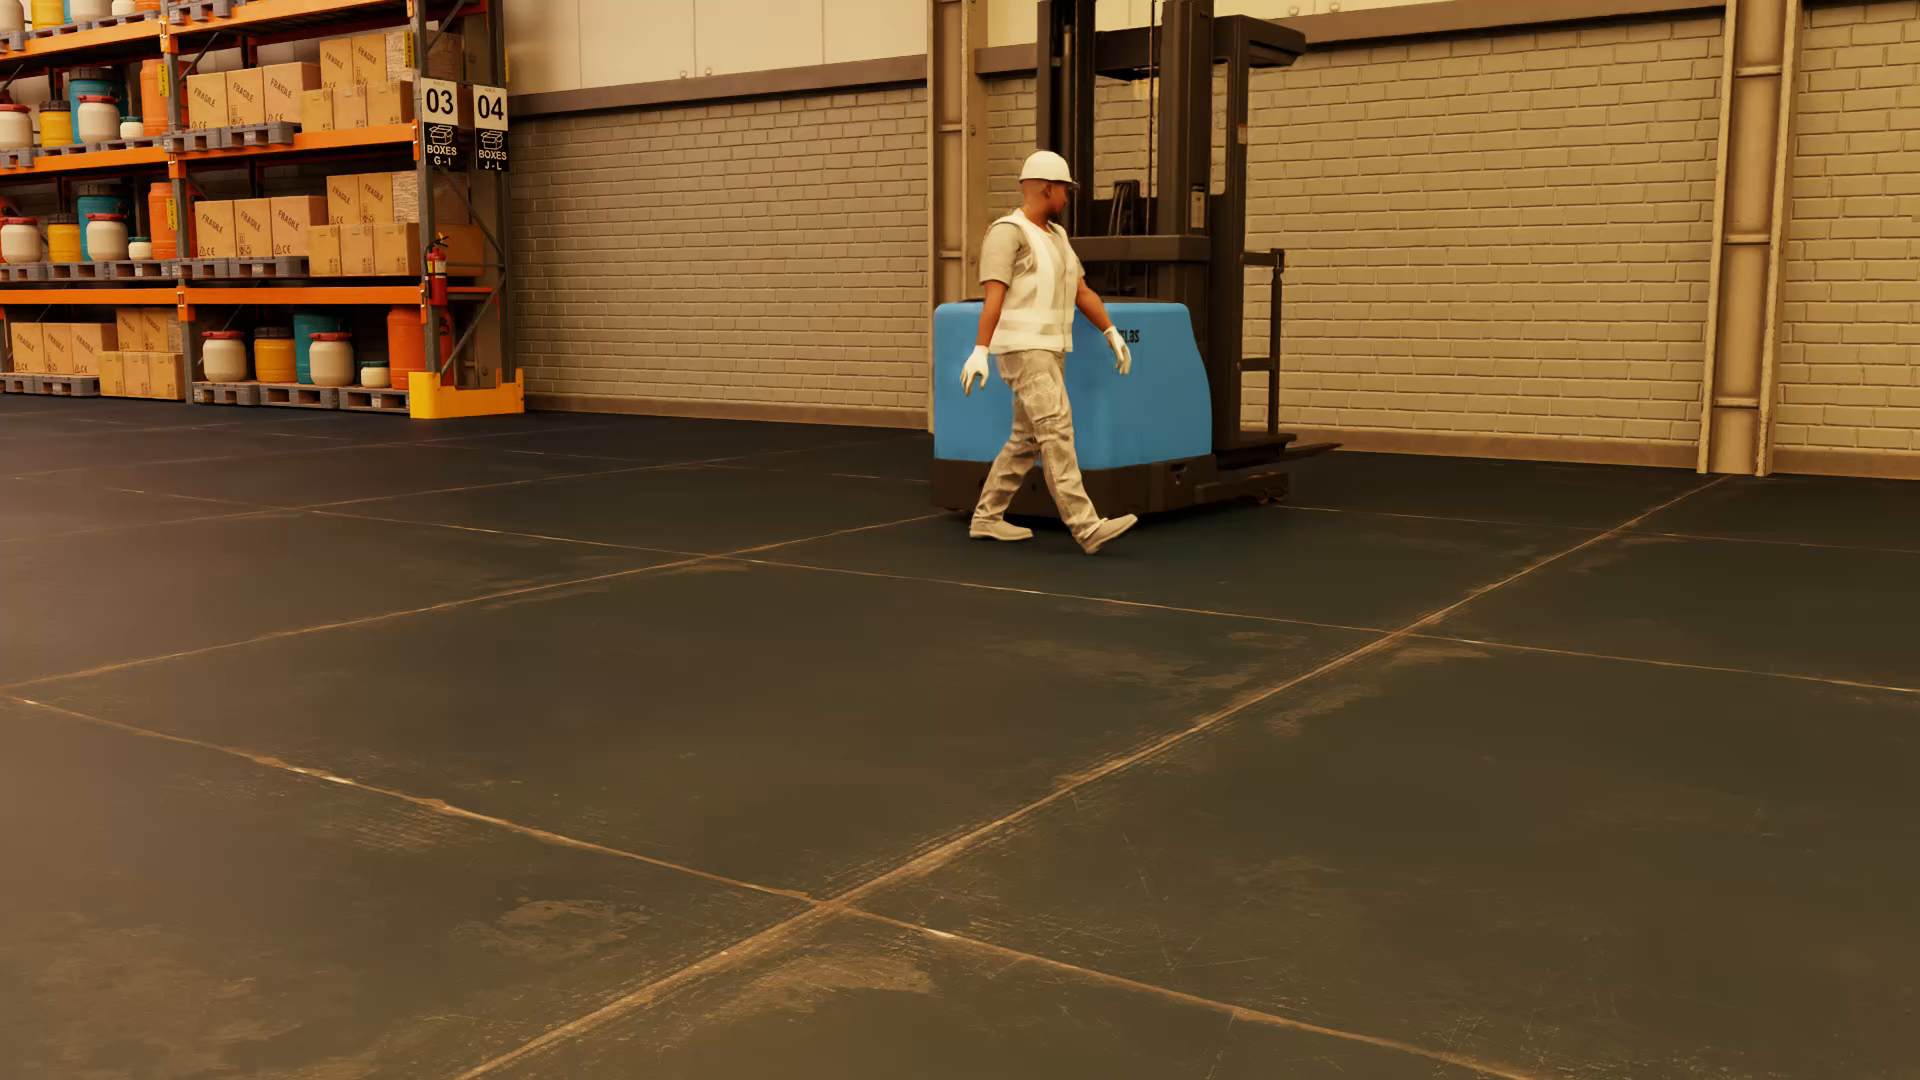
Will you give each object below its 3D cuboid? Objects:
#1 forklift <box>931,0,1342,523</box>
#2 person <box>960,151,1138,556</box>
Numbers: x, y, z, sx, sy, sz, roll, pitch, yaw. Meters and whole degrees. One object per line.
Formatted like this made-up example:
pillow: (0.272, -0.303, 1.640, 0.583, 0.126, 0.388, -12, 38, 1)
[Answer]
forklift: (1.147, -1.675, 8.971, 1.130, 2.935, 3.031, 6, 10, 37)
person: (0.394, -0.810, 7.218, 0.912, 1.733, 0.723, 4, 9, 25)
